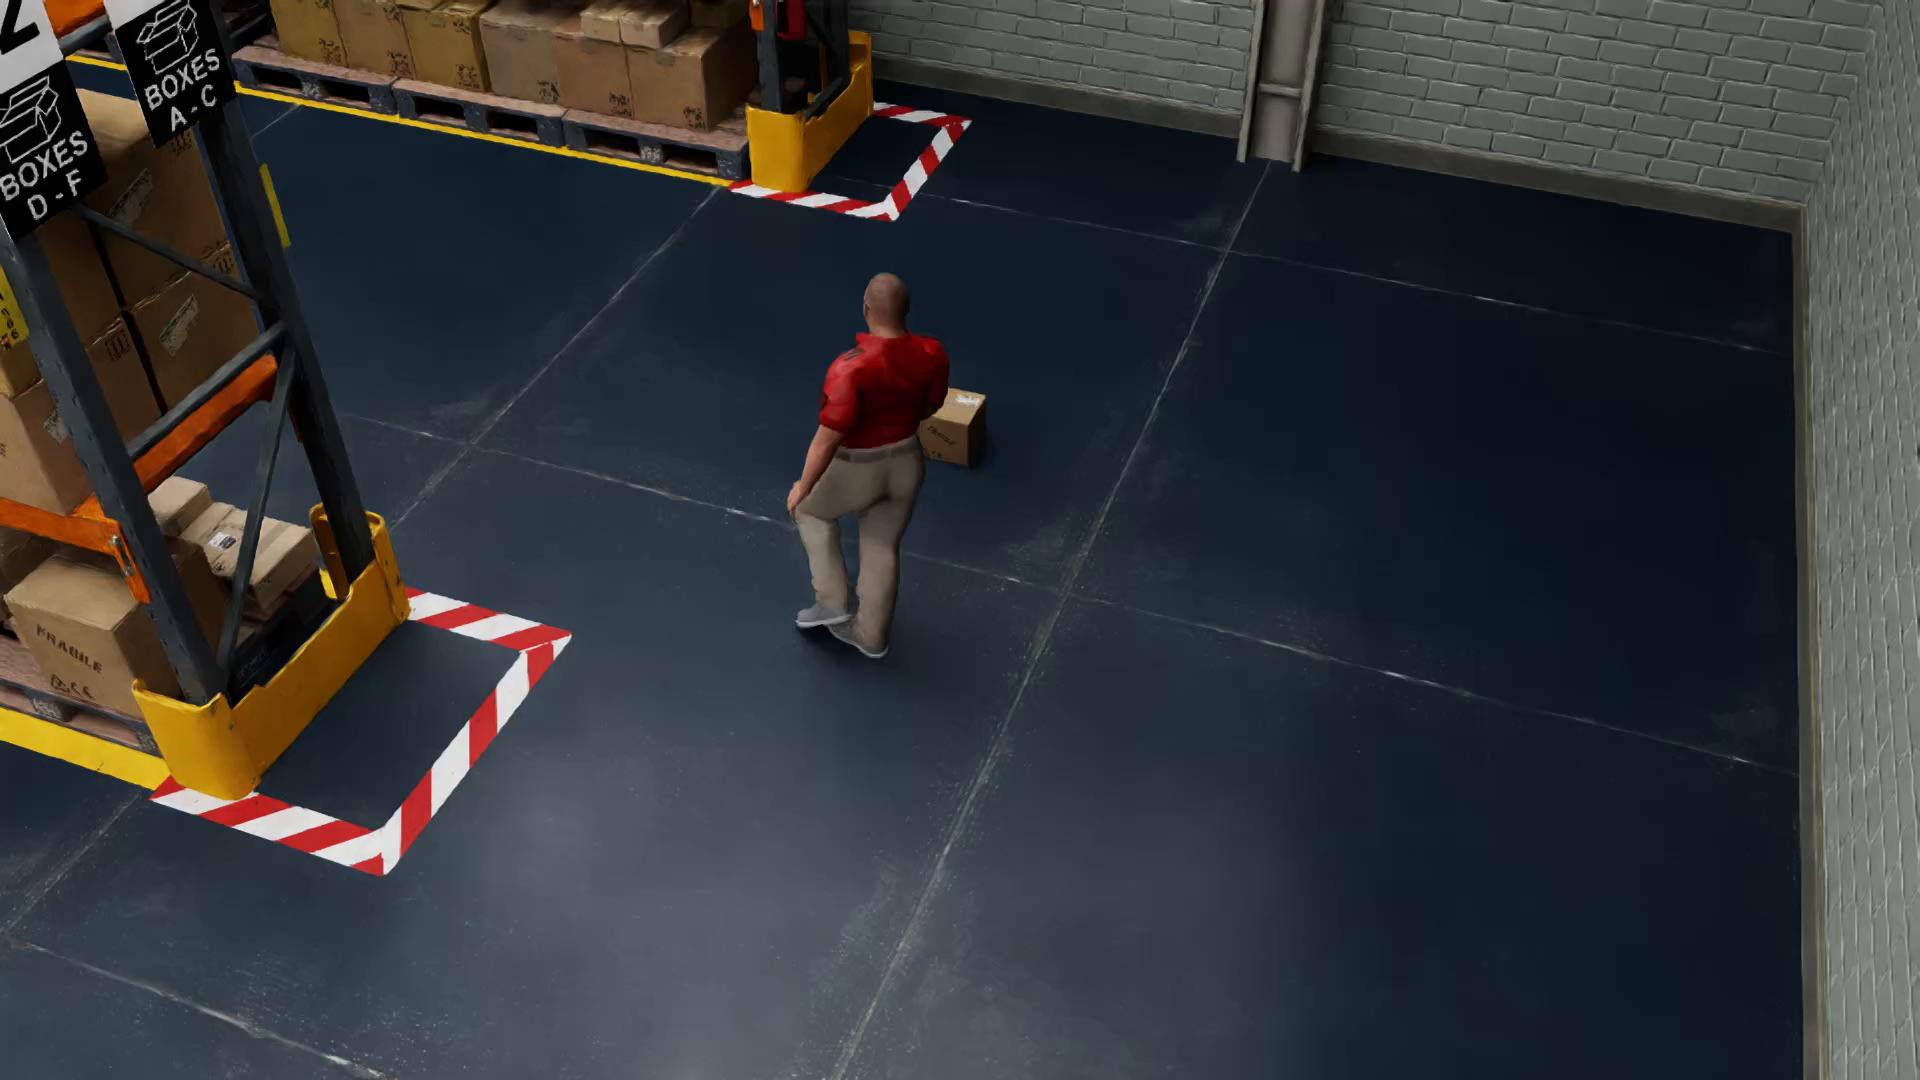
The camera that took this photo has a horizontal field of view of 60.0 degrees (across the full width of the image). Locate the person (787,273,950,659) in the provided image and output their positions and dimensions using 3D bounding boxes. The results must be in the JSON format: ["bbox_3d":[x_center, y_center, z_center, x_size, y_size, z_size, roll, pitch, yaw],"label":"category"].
[{"bbox_3d":[-0.394,-0.308,6.536,0.703,1.693,0.520,-20,45,-22],"label":"person"}]
